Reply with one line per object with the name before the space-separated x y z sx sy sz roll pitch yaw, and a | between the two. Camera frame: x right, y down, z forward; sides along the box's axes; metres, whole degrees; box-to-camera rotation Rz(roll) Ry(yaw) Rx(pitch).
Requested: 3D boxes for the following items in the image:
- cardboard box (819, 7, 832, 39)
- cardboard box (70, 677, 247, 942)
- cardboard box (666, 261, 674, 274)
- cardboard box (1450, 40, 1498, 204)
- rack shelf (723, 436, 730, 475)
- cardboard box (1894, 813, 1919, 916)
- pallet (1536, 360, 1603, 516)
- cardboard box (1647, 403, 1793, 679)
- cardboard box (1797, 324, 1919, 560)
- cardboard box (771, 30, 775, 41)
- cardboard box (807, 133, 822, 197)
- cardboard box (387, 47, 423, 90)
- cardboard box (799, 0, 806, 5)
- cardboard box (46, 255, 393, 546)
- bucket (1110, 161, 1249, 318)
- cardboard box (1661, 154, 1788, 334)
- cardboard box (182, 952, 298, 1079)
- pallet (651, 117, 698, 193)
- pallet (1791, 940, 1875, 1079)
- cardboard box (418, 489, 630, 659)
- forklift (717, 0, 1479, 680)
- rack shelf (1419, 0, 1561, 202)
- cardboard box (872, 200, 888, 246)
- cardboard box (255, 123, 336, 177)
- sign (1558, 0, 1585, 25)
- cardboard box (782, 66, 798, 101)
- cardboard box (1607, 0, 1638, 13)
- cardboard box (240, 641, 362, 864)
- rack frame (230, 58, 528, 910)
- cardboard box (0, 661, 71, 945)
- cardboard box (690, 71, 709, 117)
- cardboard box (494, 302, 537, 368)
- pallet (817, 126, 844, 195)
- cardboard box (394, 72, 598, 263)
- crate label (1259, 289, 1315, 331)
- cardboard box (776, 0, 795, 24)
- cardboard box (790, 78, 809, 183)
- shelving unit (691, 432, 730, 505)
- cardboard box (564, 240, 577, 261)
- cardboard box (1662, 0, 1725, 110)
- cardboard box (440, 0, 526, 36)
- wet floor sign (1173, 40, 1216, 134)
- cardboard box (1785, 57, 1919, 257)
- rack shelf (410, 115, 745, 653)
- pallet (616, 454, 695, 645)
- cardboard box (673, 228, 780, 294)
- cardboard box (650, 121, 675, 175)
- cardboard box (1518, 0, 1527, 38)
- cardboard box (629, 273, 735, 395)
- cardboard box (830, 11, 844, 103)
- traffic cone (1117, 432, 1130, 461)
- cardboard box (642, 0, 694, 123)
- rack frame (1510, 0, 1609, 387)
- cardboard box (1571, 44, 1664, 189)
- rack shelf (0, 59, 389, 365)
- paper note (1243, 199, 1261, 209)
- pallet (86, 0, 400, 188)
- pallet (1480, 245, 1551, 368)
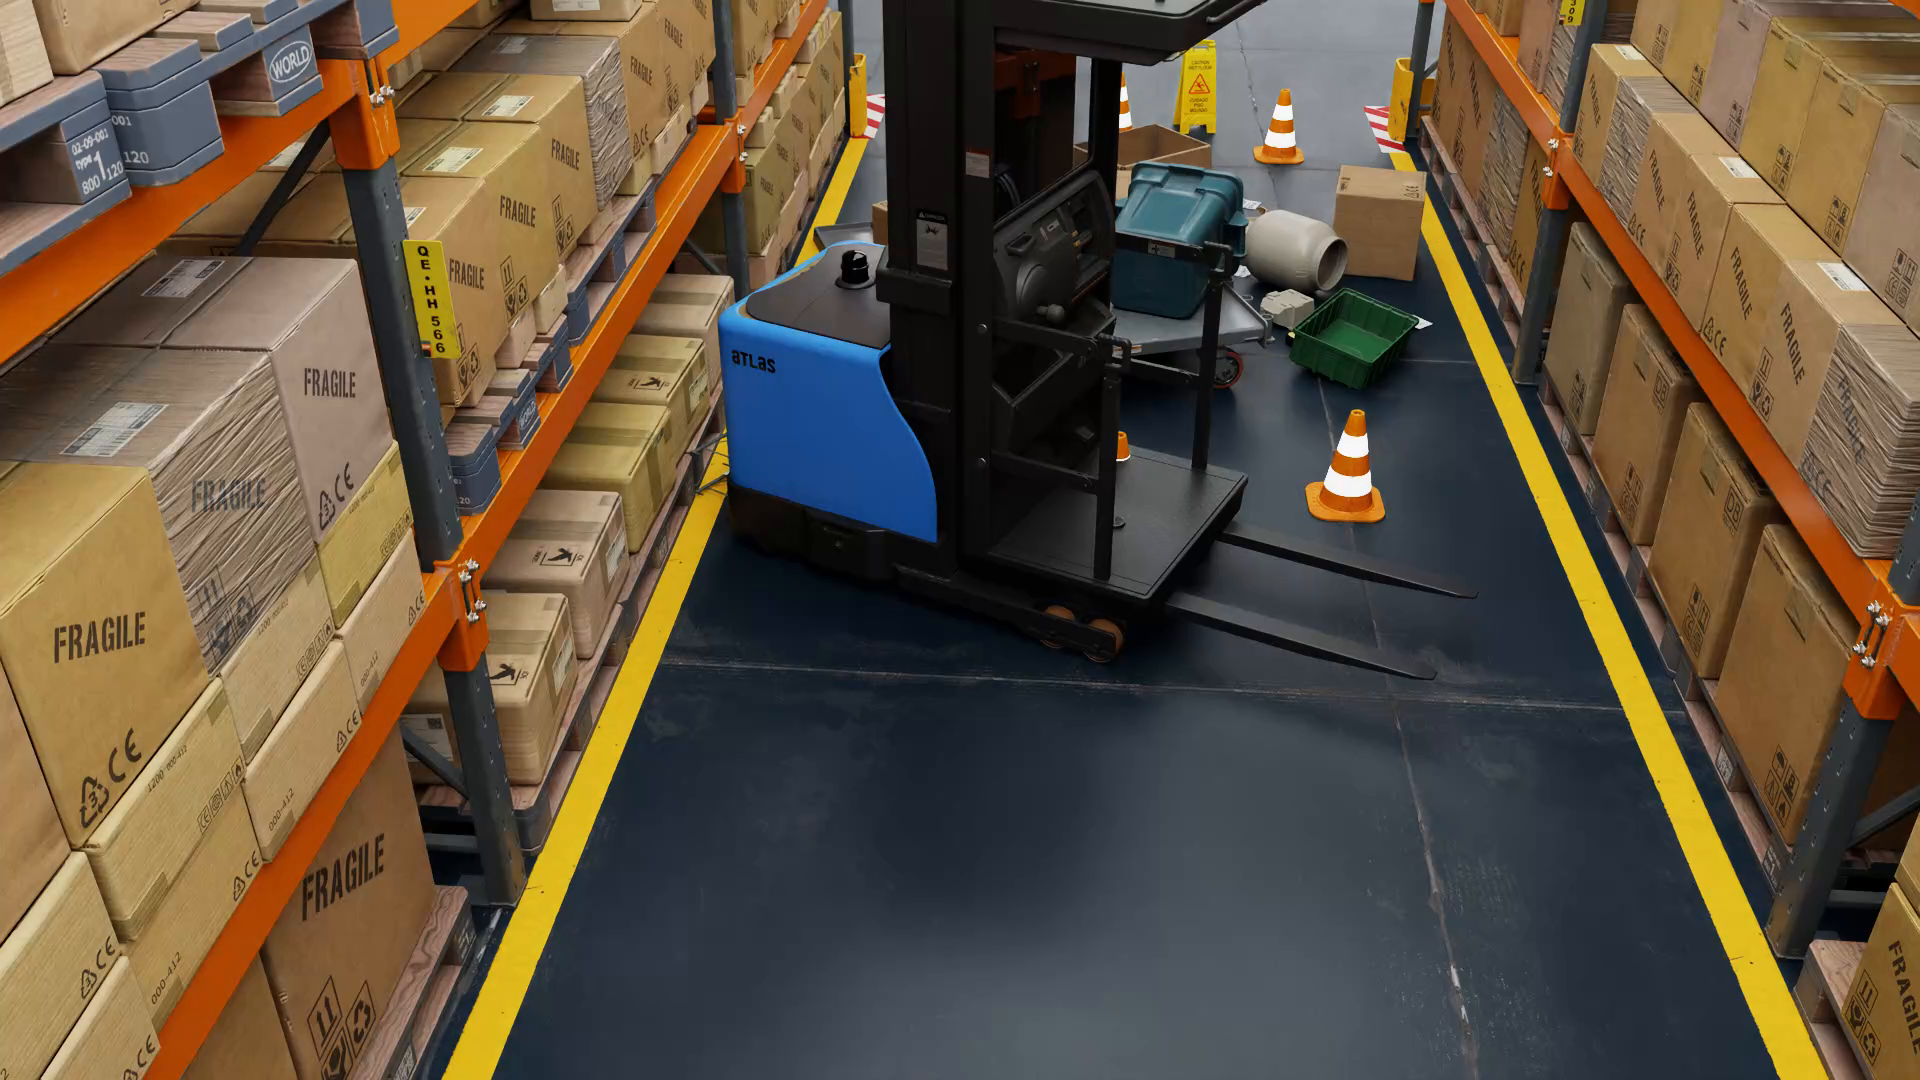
cardboard box | -1.032 -3.309 10.648 0.380 0.149 0.250 3 32 5
cardboard box | -1.760 0.505 3.238 0.500 0.250 0.500 2 32 3
cardboard box | -1.809 -1.568 9.155 0.500 0.250 0.500 4 32 6
cardboard box | 3.619 -2.628 10.281 0.875 0.875 0.875 2 32 3
rack shelf | -0.975 -0.370 7.628 0.258 0.200 0.077 20 36 29
cardboard box | 2.730 0.928 4.153 0.500 0.250 0.500 1 32 2
pallet | 3.365 -0.486 7.838 1.003 0.211 1.213 2 32 4
cardboard box | 3.234 0.019 6.105 1.050 0.750 0.750 3 32 5
cardboard box | 2.796 -0.278 4.747 0.500 0.500 0.500 2 32 4
cardboard box | -1.238 -2.826 9.216 0.380 0.149 0.250 2 32 4
cardboard box | -1.148 -2.360 10.441 0.500 0.250 0.500 1 32 2
cardboard box | -2.063 -1.639 5.653 0.380 0.149 0.250 1 32 2
cardboard box | -1.115 -3.347 10.061 0.380 0.149 0.250 2 32 3
cardboard box | -1.696 -0.334 3.884 0.500 0.500 0.500 2 32 3
bucket | 1.066 -1.503 8.502 0.726 0.611 0.620 14 44 21
cardboard box | 2.916 -1.068 6.029 0.500 0.500 0.500 3 32 5
cardboard box | -2.131 1.402 3.740 0.875 0.875 0.875 3 32 5
pallet | -1.796 -1.764 7.436 1.003 0.211 1.213 2 32 4
pallet | 2.962 1.607 4.441 1.003 0.211 1.213 2 32 4
cardboard box | -1.807 0.112 6.314 0.950 0.372 0.625 2 32 3
forklift | 0.545 -1.090 6.225 3.031 2.935 1.130 16 35 24
rack shelf | 3.516 -2.820 9.652 1.077 0.370 4.000 2 32 4
cardboard box | -0.146 -1.678 9.494 0.500 0.500 0.500 27 41 37
cardboard box | -2.124 -1.015 5.260 0.500 0.500 0.500 2 32 3
sign | 2.799 -2.505 7.556 0.100 0.325 0.005 2 32 4
cardboard box | -1.143 -2.612 9.517 0.380 0.149 0.250 4 32 7
cardboard box | 3.417 -2.795 7.754 0.875 0.550 0.550 2 32 4
cardboard box | -1.723 0.460 3.787 0.500 0.250 0.500 3 32 5
rack frame | -1.915 -0.147 4.630 1.000 3.000 0.127 2 32 4
cardboard box | -1.825 0.459 2.599 0.500 0.500 0.500 2 32 3
cardboard box | -1.356 -2.030 7.524 0.380 0.149 0.250 3 32 5
cardboard box | -1.578 -0.668 5.315 0.380 0.149 0.250 0 32 1
pallet | -1.371 -2.680 11.398 1.003 0.211 1.213 2 32 4
cardboard box | -1.576 -1.271 5.675 0.500 0.500 0.500 3 32 5
crate label | 1.810 -1.280 9.196 0.298 0.136 0.250 -20 37 -29
cardboard box | -1.204 -3.152 9.126 0.500 0.500 0.500 2 32 4
cardboard box | -1.196 -2.415 9.815 0.500 0.500 0.500 4 32 7
shelving unit | -0.854 -0.459 7.780 0.258 0.210 0.900 20 36 29
cardboard box | -1.609 -1.090 5.999 0.380 0.149 0.250 4 32 6
cardboard box | 3.278 -2.019 6.619 0.700 0.500 0.500 2 32 3
cardboard box | -2.007 -1.834 6.588 0.500 0.500 0.500 2 32 4
wet floor sign | 1.707 -3.269 11.940 0.267 0.644 0.232 -3 32 -5
cardboard box | 3.153 -1.224 5.329 0.700 0.500 0.500 2 32 3
rack shelf | -1.752 -0.887 6.515 1.077 0.370 4.000 2 32 4
pallet | -1.748 -0.005 7.057 1.003 0.211 1.213 2 32 4
cardboard box | -1.272 -1.544 9.117 0.500 0.250 0.500 1 32 2
cardboard box | -1.397 -1.623 6.863 0.380 0.149 0.250 3 32 4
cardboard box | 3.554 -2.903 8.959 0.875 0.550 0.550 2 32 4
cardboard box | -1.629 -1.024 8.158 0.950 0.372 0.625 3 32 5
cardboard box | -1.069 -3.228 11.134 0.500 0.500 0.500 3 32 4
traffic cone | 0.678 -0.256 7.225 0.336 0.463 0.334 2 32 4
cardboard box | -1.437 -2.076 6.981 0.500 0.500 0.500 3 32 4
rack frame | 3.353 -2.080 7.766 1.000 3.000 0.127 2 32 4
cardboard box | 3.042 -1.859 7.312 0.500 0.500 0.500 3 32 5
rack shelf | -2.078 -0.072 2.334 1.077 0.370 4.000 2 32 4
paper note | 1.862 -2.181 10.762 0.144 0.017 0.142 14 34 21
pallet | -1.914 -1.005 3.342 1.213 0.211 1.003 4 32 6
pallet | 3.493 -1.287 9.138 1.003 0.211 1.213 2 32 4
